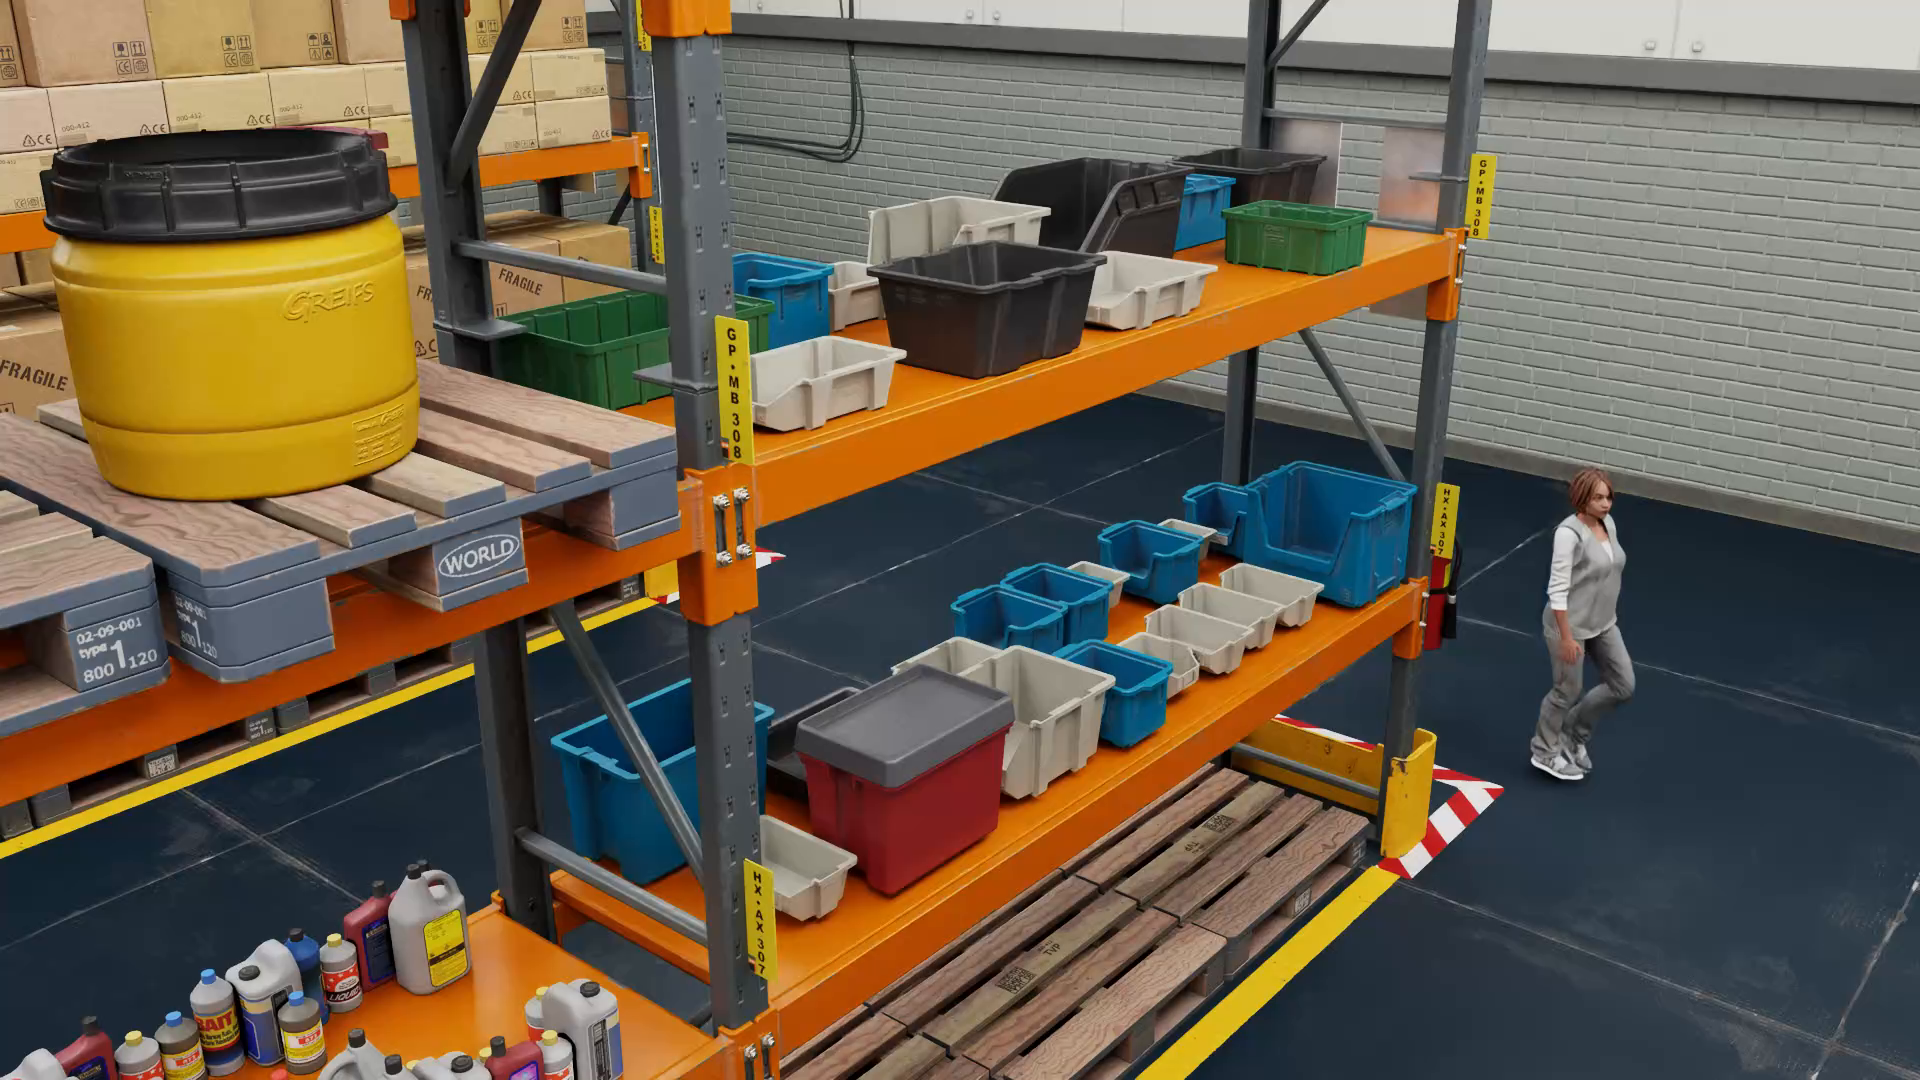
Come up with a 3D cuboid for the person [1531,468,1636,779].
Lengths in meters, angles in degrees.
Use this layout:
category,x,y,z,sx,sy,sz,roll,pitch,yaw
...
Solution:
category,x,y,z,sx,sy,sz,roll,pitch,yaw
person,2.955,0.433,7.873,0.454,1.600,0.434,-14,24,-32
